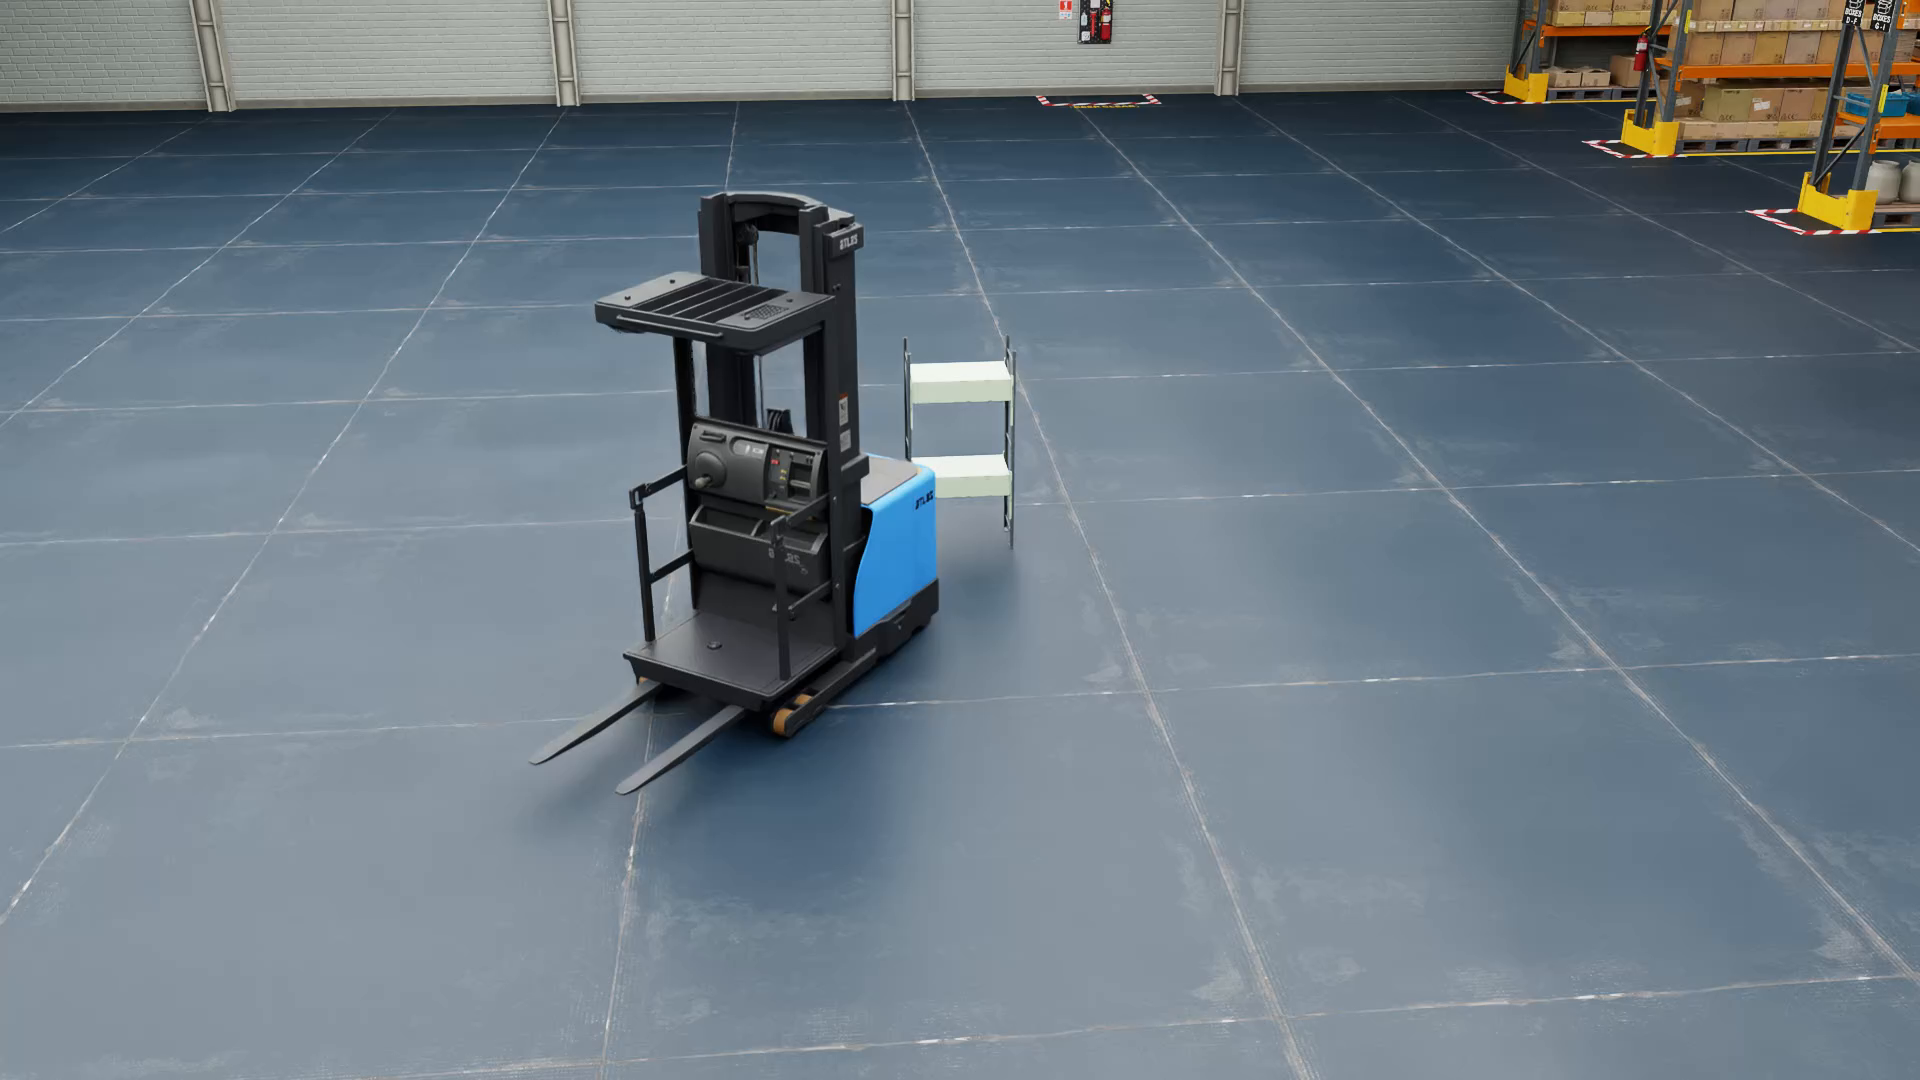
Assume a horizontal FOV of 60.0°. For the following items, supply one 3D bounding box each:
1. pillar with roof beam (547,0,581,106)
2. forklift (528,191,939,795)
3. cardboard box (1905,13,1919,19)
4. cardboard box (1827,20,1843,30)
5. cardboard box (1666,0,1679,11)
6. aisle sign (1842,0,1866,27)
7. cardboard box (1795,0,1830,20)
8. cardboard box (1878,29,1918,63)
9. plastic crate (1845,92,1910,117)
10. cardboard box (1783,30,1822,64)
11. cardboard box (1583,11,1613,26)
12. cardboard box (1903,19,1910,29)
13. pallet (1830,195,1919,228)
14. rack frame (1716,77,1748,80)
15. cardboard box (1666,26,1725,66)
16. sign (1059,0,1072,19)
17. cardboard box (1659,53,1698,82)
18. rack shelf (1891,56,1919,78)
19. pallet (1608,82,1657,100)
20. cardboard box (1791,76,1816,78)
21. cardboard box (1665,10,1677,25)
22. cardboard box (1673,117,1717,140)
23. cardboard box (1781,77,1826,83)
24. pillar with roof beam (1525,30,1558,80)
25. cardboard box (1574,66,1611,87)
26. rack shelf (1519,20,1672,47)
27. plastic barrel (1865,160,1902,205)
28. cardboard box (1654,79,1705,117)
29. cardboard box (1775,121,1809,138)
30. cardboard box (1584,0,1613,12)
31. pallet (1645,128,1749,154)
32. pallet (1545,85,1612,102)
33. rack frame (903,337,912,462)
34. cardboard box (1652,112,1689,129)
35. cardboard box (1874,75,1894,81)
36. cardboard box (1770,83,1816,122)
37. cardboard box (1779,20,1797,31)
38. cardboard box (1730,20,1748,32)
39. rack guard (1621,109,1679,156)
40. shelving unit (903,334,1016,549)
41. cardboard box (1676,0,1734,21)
[{"bbox_3d":[-6.579,-10.176,24.065,0.400,9.000,9.100,-2,24,-5],"label":"pillar with roof beam"},{"bbox_3d":[-1.305,-0.404,9.550,1.130,2.935,3.031,13,27,27],"label":"forklift"},{"bbox_3d":[14.329,-8.291,25.491,0.500,0.500,0.700,-2,24,-5],"label":"cardboard box"},{"bbox_3d":[13.257,-7.868,25.336,0.250,0.149,0.380,-2,24,-4],"label":"cardboard box"},{"bbox_3d":[12.841,-9.777,29.789,0.500,0.500,0.500,-3,24,-7],"label":"cardboard box"},{"bbox_3d":[11.172,-6.816,20.692,0.004,0.787,0.394,-2,24,-5],"label":"aisle sign"},{"bbox_3d":[12.831,-8.231,25.355,0.500,0.500,0.700,-2,24,-5],"label":"cardboard box"},{"bbox_3d":[14.329,-7.698,25.754,0.500,0.500,0.700,-3,24,-7],"label":"cardboard box"},{"bbox_3d":[11.741,-5.584,21.303,0.616,0.251,0.499,-2,24,-5],"label":"plastic crate"},{"bbox_3d":[12.795,-7.635,25.612,0.500,0.500,0.700,-2,24,-4],"label":"cardboard box"},{"bbox_3d":[11.331,-9.374,29.806,0.500,0.250,0.500,-3,24,-7],"label":"cardboard box"},{"bbox_3d":[14.274,-7.909,25.428,0.250,0.149,0.380,-3,24,-6],"label":"cardboard box"},{"bbox_3d":[12.152,-4.289,21.640,1.213,0.211,1.003,-2,24,-5],"label":"pallet"},{"bbox_3d":[14.279,-9.675,30.324,0.127,3.000,1.000,-2,24,-5],"label":"rack frame"},{"bbox_3d":[11.255,-7.573,25.471,0.500,0.500,0.700,-2,24,-5],"label":"cardboard box"},{"bbox_3d":[1.916,-9.606,30.125,0.234,0.329,0.001,-2,24,-5],"label":"sign"},{"bbox_3d":[13.250,-8.676,30.613,0.500,0.500,0.500,-4,24,-9],"label":"cardboard box"},{"bbox_3d":[16.760,-7.424,26.146,4.000,0.370,1.077,-2,24,-5],"label":"rack shelf"},{"bbox_3d":[12.398,-8.310,30.686,1.213,0.211,1.003,-2,24,-5],"label":"pallet"},{"bbox_3d":[15.519,-8.811,30.916,0.500,0.500,0.700,-3,24,-6],"label":"cardboard box"},{"bbox_3d":[12.842,-9.431,29.936,0.500,0.250,0.500,-2,24,-5],"label":"cardboard box"},{"bbox_3d":[11.345,-6.380,25.780,0.500,0.250,0.500,-2,24,-5],"label":"cardboard box"},{"bbox_3d":[13.283,-7.019,26.294,0.500,0.500,0.500,-2,24,-5],"label":"cardboard box"},{"bbox_3d":[11.333,-10.894,25.681,0.400,9.000,9.100,-2,24,-5],"label":"pillar with roof beam"},{"bbox_3d":[11.563,-8.502,30.453,0.500,0.311,0.500,0,24,-1],"label":"cardboard box"},{"bbox_3d":[12.289,-9.267,30.291,4.000,0.370,1.077,-2,24,-5],"label":"rack shelf"},{"bbox_3d":[11.920,-4.623,21.505,0.421,0.512,0.421,0,24,0],"label":"plastic barrel"},{"bbox_3d":[11.294,-6.933,26.100,0.500,0.500,0.500,-2,24,-5],"label":"cardboard box"},{"bbox_3d":[12.838,-6.439,25.913,0.500,0.250,0.500,-2,24,-5],"label":"cardboard box"},{"bbox_3d":[11.296,-9.712,29.644,0.500,0.500,0.500,-2,24,-5],"label":"cardboard box"},{"bbox_3d":[11.546,-6.287,26.134,1.213,0.211,1.003,-2,24,-5],"label":"pallet"},{"bbox_3d":[11.186,-8.262,30.579,1.213,0.211,1.003,-2,24,-5],"label":"pallet"},{"bbox_3d":[-0.371,-0.670,11.912,0.023,1.500,0.400,-2,24,-5],"label":"rack frame"},{"bbox_3d":[11.294,-6.590,26.251,0.500,0.250,0.500,-2,24,-5],"label":"cardboard box"},{"bbox_3d":[17.025,-8.870,31.049,0.500,0.500,0.700,-2,24,-5],"label":"cardboard box"},{"bbox_3d":[12.838,-6.782,25.760,0.500,0.500,0.500,-2,24,-5],"label":"cardboard box"},{"bbox_3d":[12.482,-7.836,25.266,0.250,0.149,0.380,-3,24,-6],"label":"cardboard box"},{"bbox_3d":[11.712,-7.805,25.195,0.250,0.149,0.380,-2,24,-5],"label":"cardboard box"},{"bbox_3d":[10.765,-6.370,25.966,0.348,0.500,1.175,-2,24,-5],"label":"rack guard"},{"bbox_3d":[-0.007,-0.685,11.945,0.755,1.500,0.431,-2,24,-5],"label":"shelving unit"},{"bbox_3d":[11.308,-8.167,25.212,0.500,0.500,0.700,-2,24,-5],"label":"cardboard box"}]
